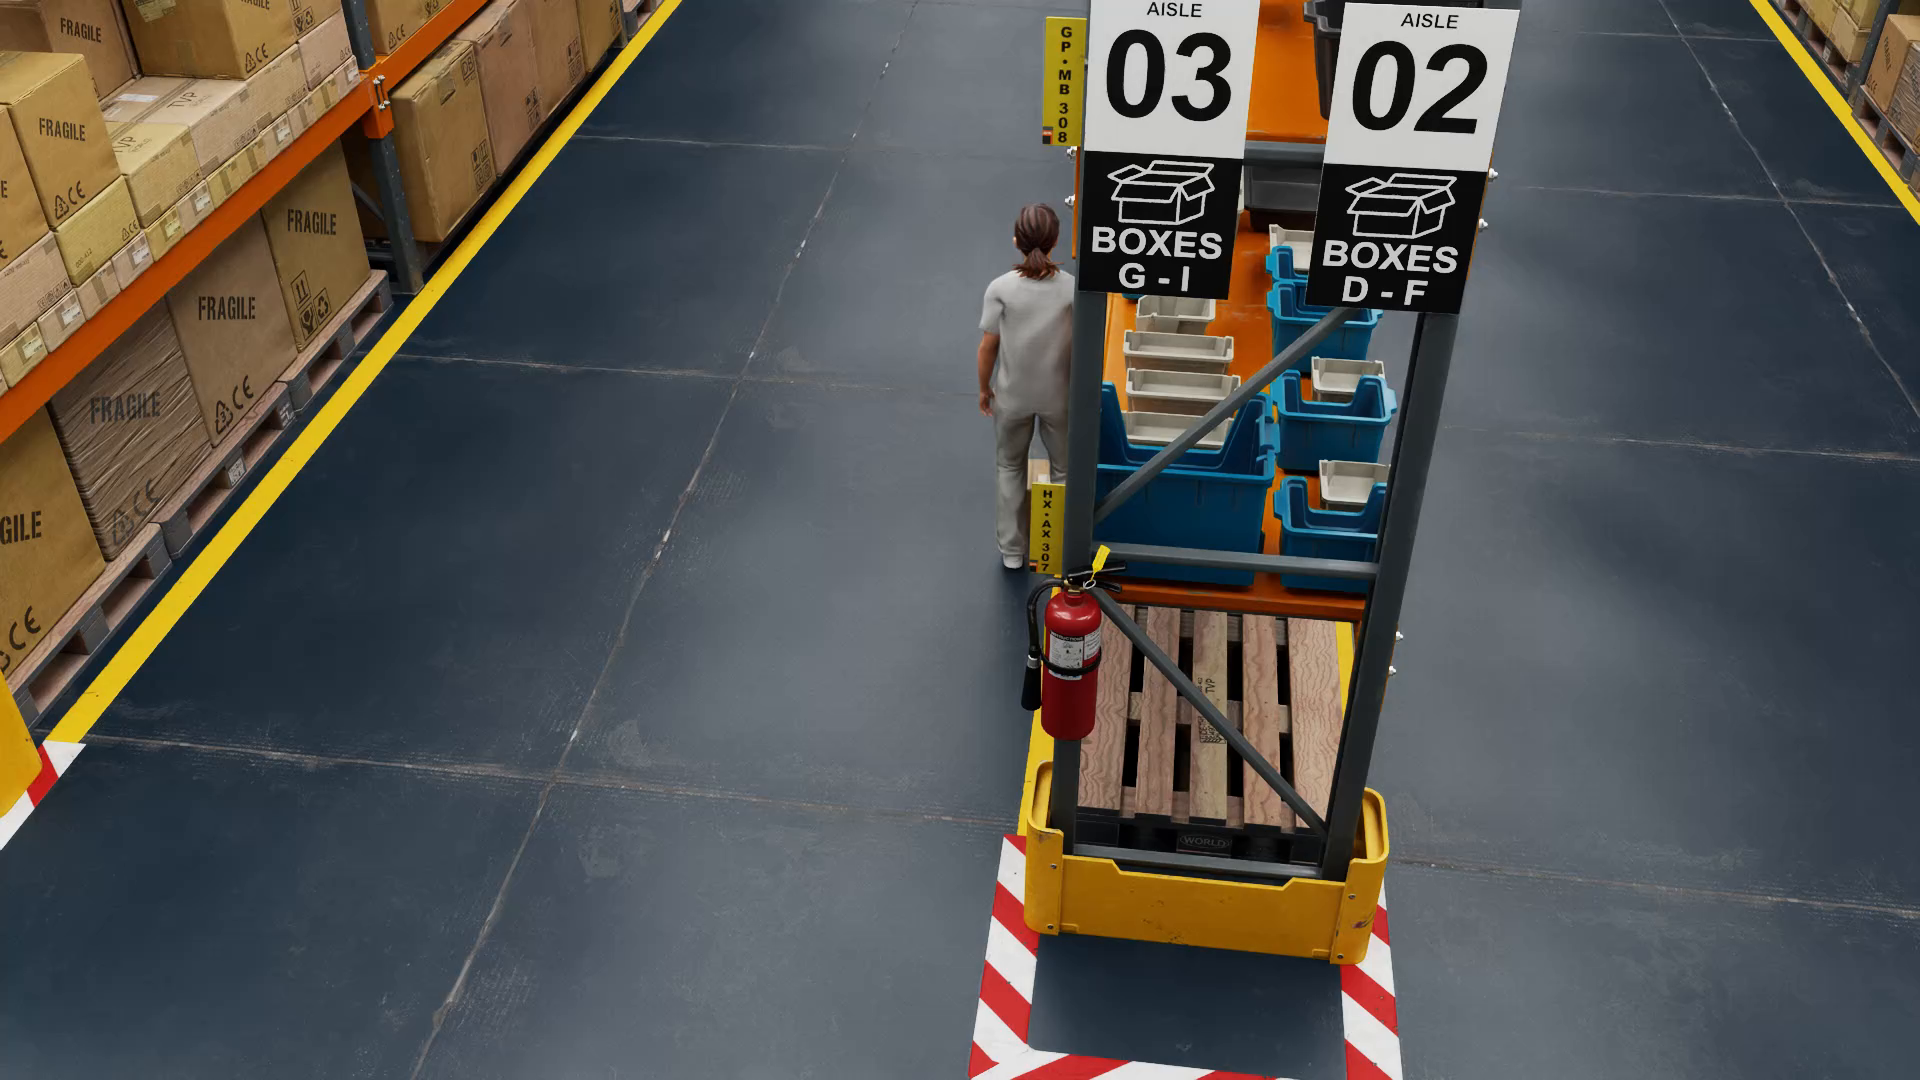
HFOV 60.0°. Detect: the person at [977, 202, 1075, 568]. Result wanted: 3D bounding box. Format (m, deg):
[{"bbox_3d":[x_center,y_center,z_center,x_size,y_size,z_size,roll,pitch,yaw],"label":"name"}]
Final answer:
[{"bbox_3d":[0.328,-0.608,6.980,0.513,1.671,0.364,2,36,3],"label":"person"}]
